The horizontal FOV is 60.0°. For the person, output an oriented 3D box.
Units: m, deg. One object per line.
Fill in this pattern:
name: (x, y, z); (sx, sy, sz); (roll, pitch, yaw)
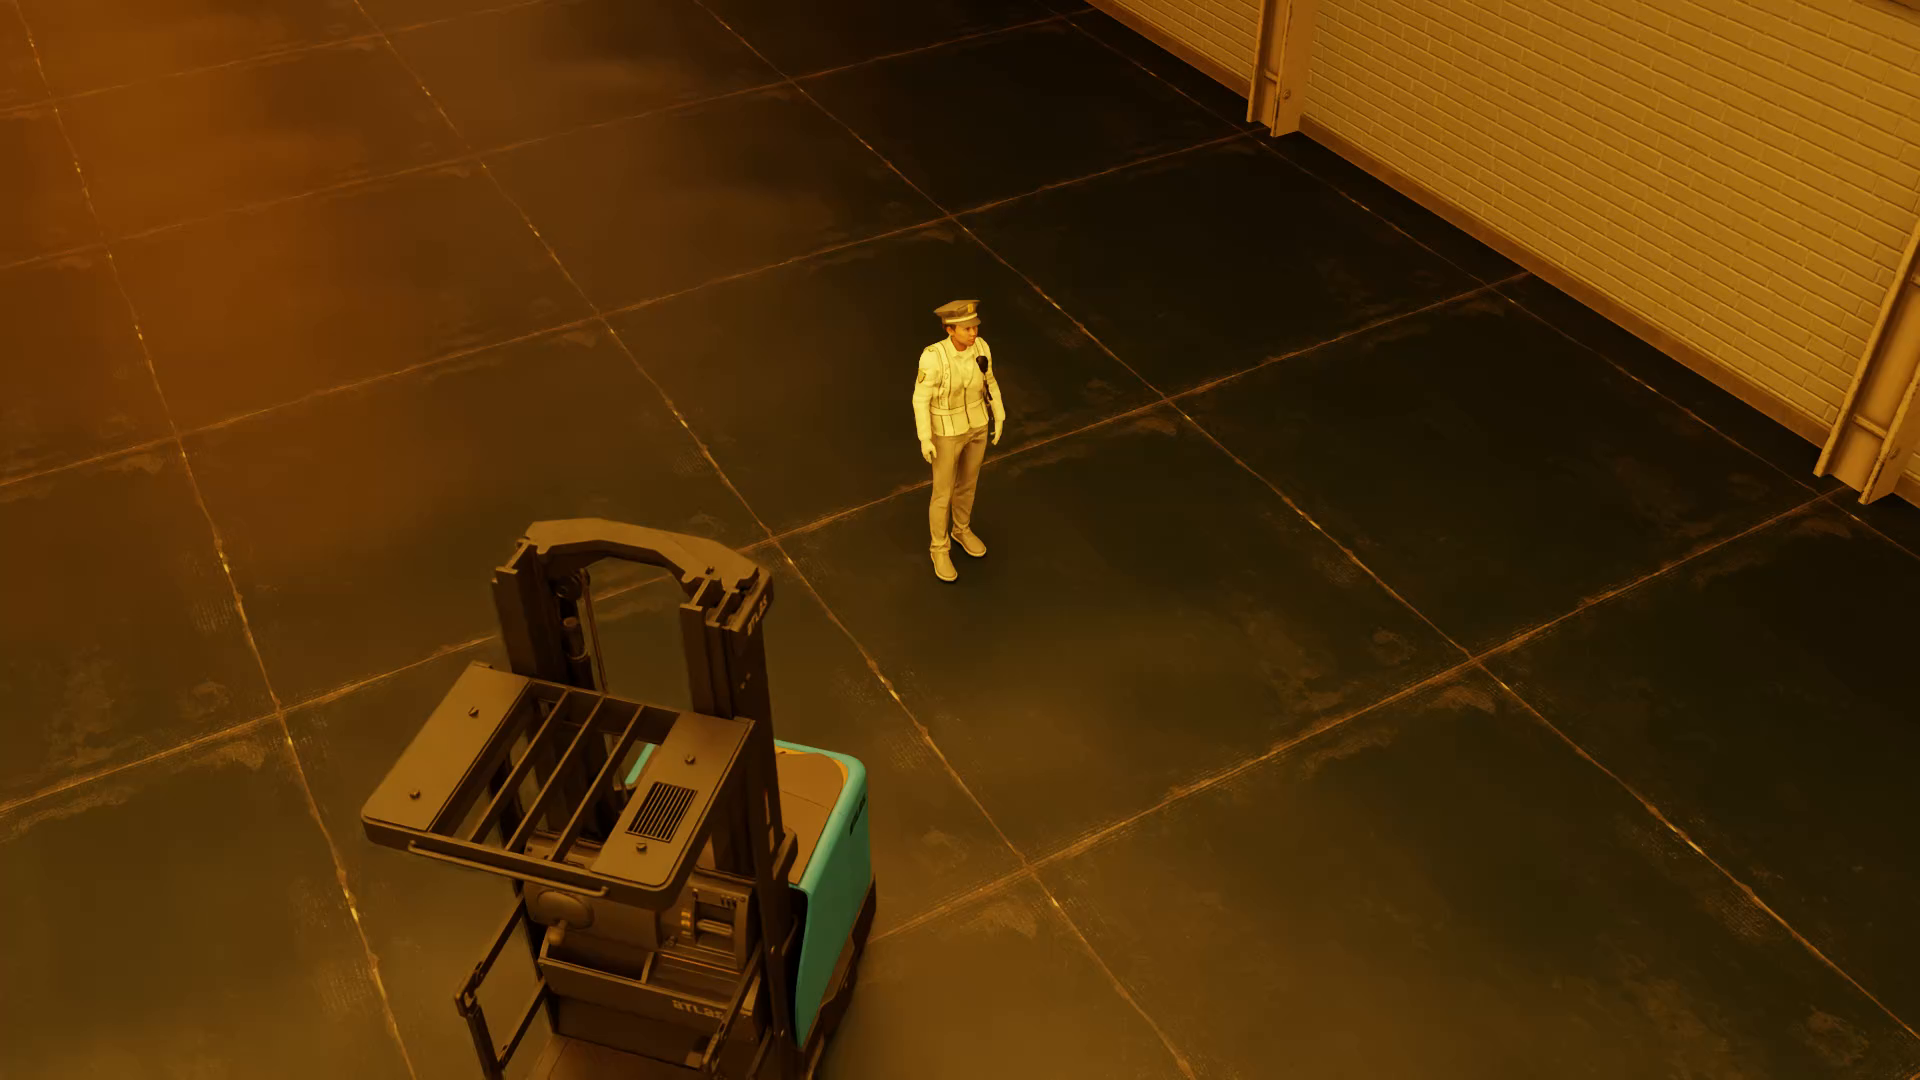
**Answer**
person: (0.028, -0.619, 9.739); (0.588, 1.696, 0.533); (-20, 44, -23)

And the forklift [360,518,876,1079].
forklift: (-1.303, 1.499, 6.229); (1.130, 2.935, 3.031); (10, 41, 12)
